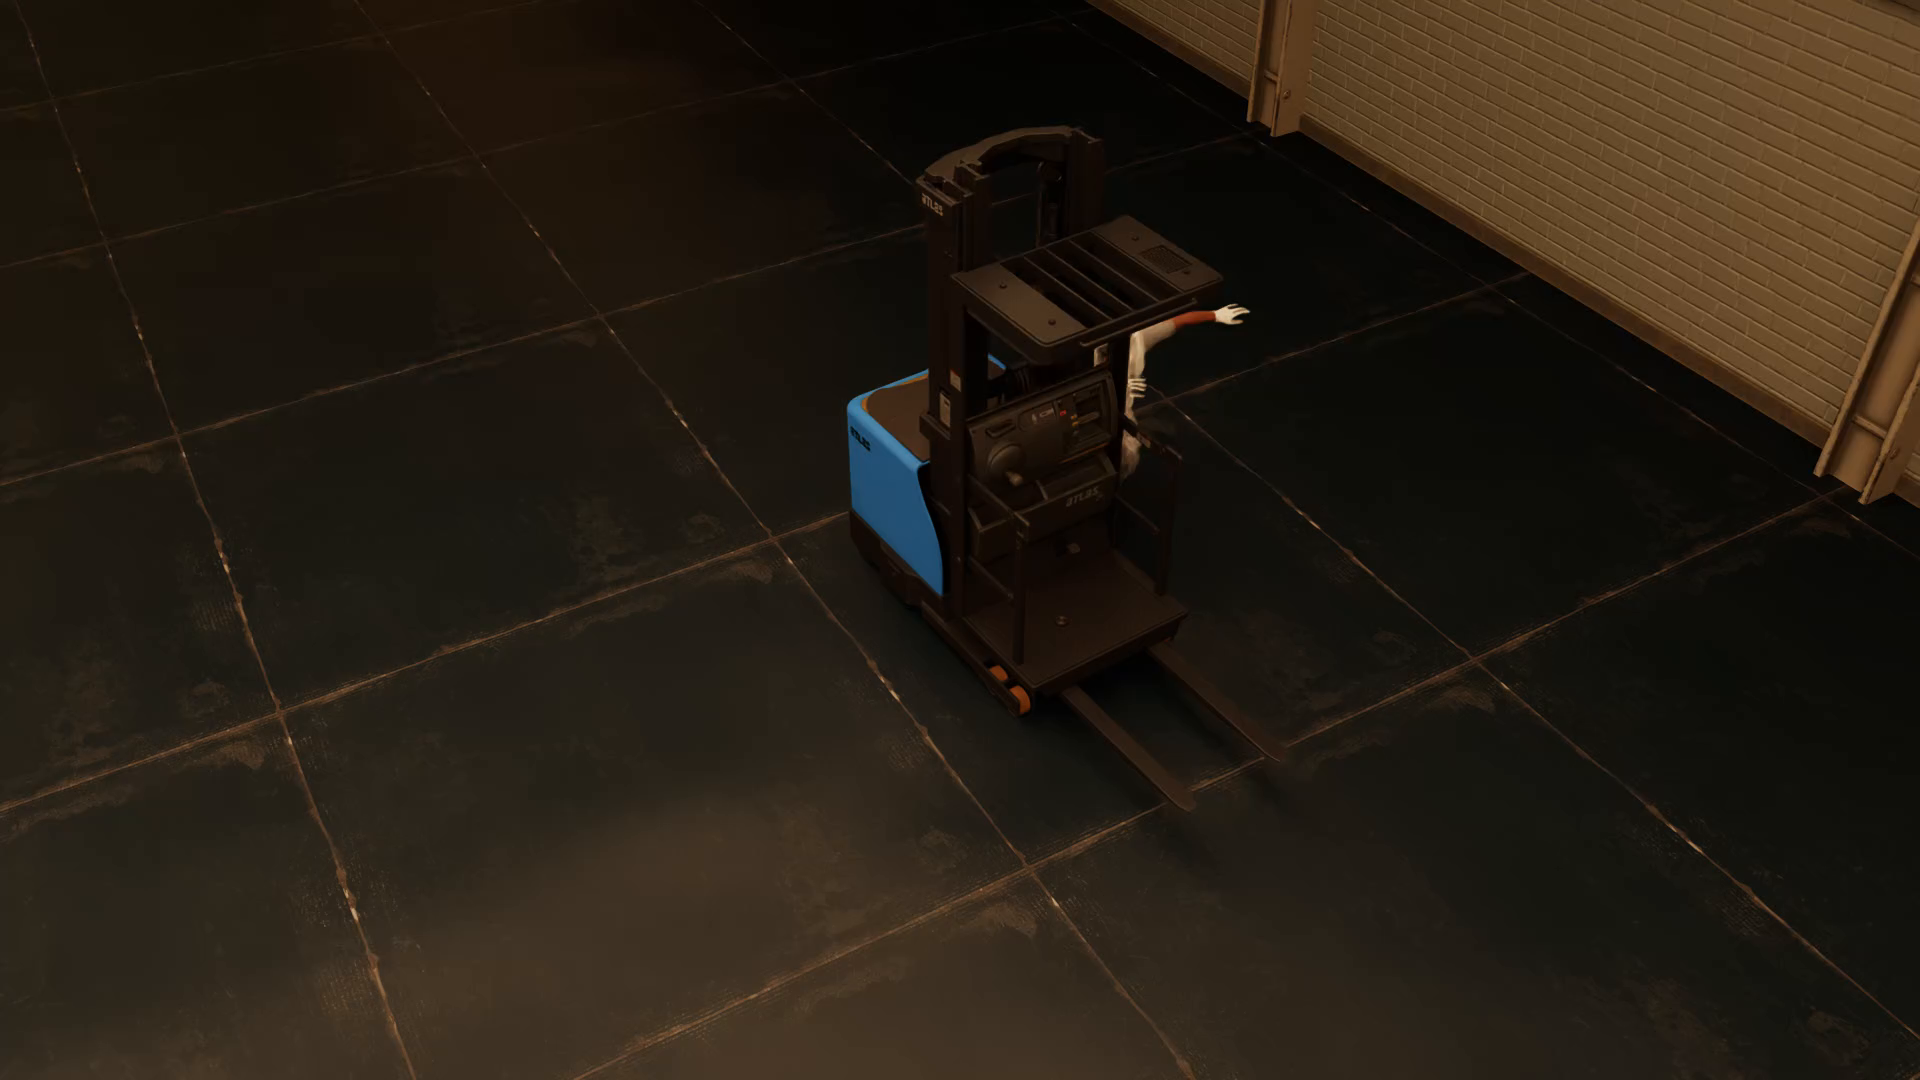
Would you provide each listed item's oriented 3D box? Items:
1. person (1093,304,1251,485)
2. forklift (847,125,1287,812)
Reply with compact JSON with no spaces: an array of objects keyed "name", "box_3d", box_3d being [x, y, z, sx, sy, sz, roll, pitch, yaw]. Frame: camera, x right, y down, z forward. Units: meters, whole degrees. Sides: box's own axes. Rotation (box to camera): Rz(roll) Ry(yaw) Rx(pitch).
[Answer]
[{"name":"person","box_3d":[1.047,-0.781,10.166,1.519,1.440,0.768,-9,40,-10]},{"name":"forklift","box_3d":[0.570,-0.511,8.652,1.130,2.935,3.031,-24,45,-26]}]
